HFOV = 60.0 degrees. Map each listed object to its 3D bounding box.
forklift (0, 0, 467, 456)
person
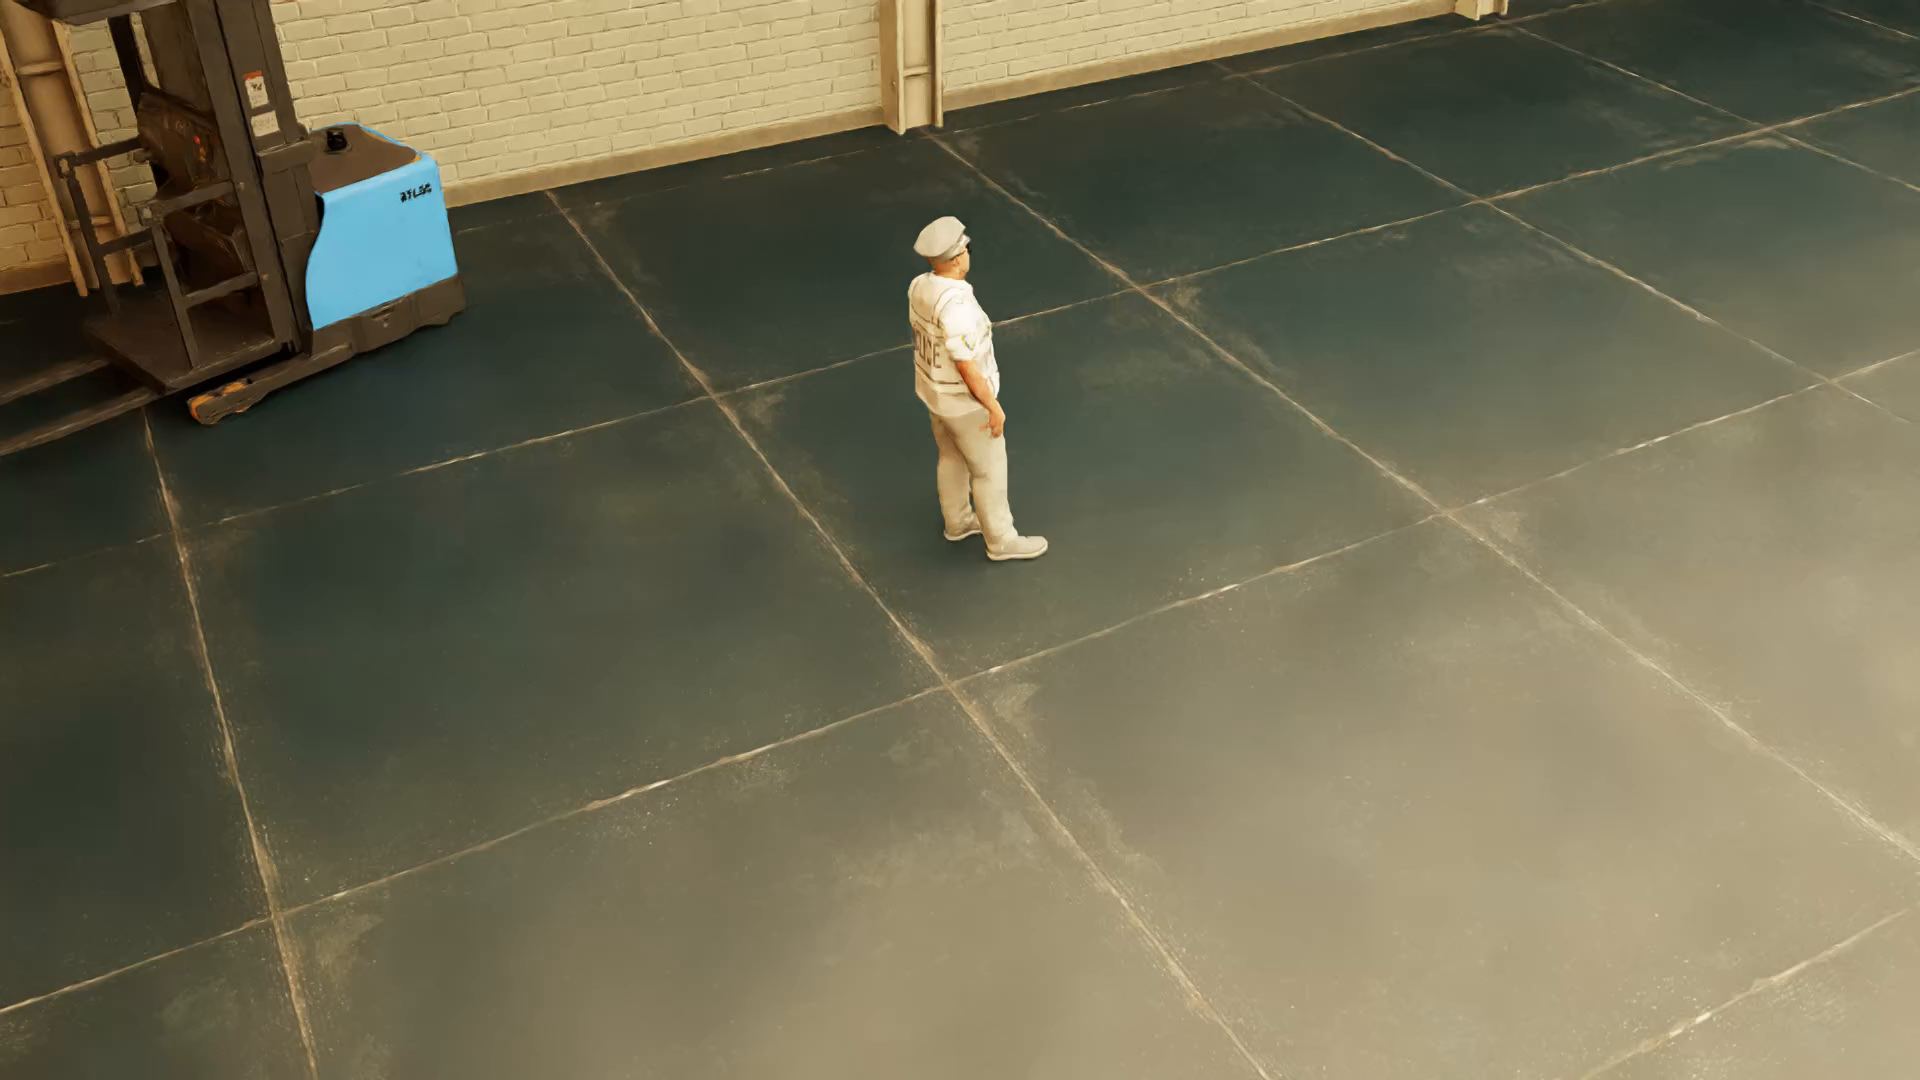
[{"bbox_3d":[-4.523,-2.194,9.226,1.130,2.935,3.031,27,44,33],"label":"forklift"},{"bbox_3d":[0.074,-0.748,8.165,0.574,1.778,0.640,-17,39,-23],"label":"person"}]
